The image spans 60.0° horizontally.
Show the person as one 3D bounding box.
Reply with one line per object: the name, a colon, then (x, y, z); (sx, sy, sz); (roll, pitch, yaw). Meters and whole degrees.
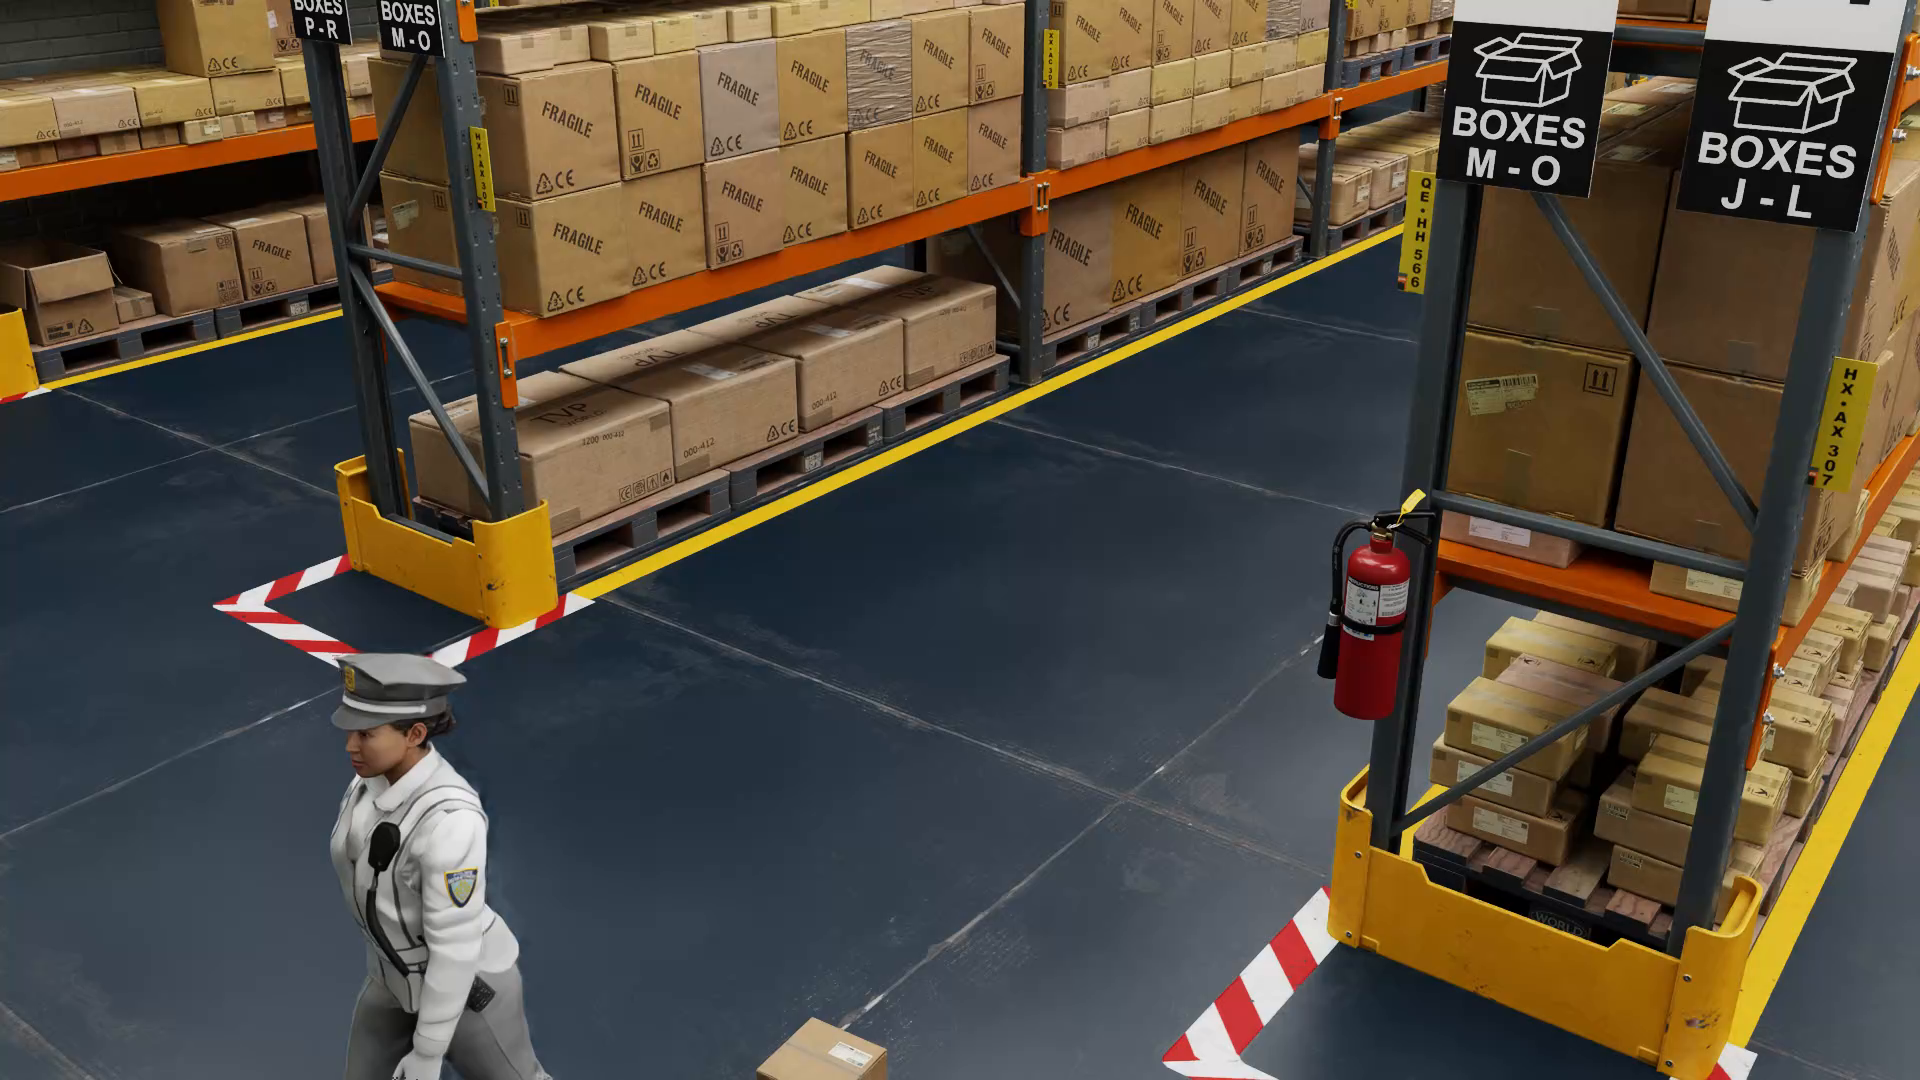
person: (-1.222, 1.021, 3.755); (0.761, 1.709, 0.551); (-21, 31, -39)
